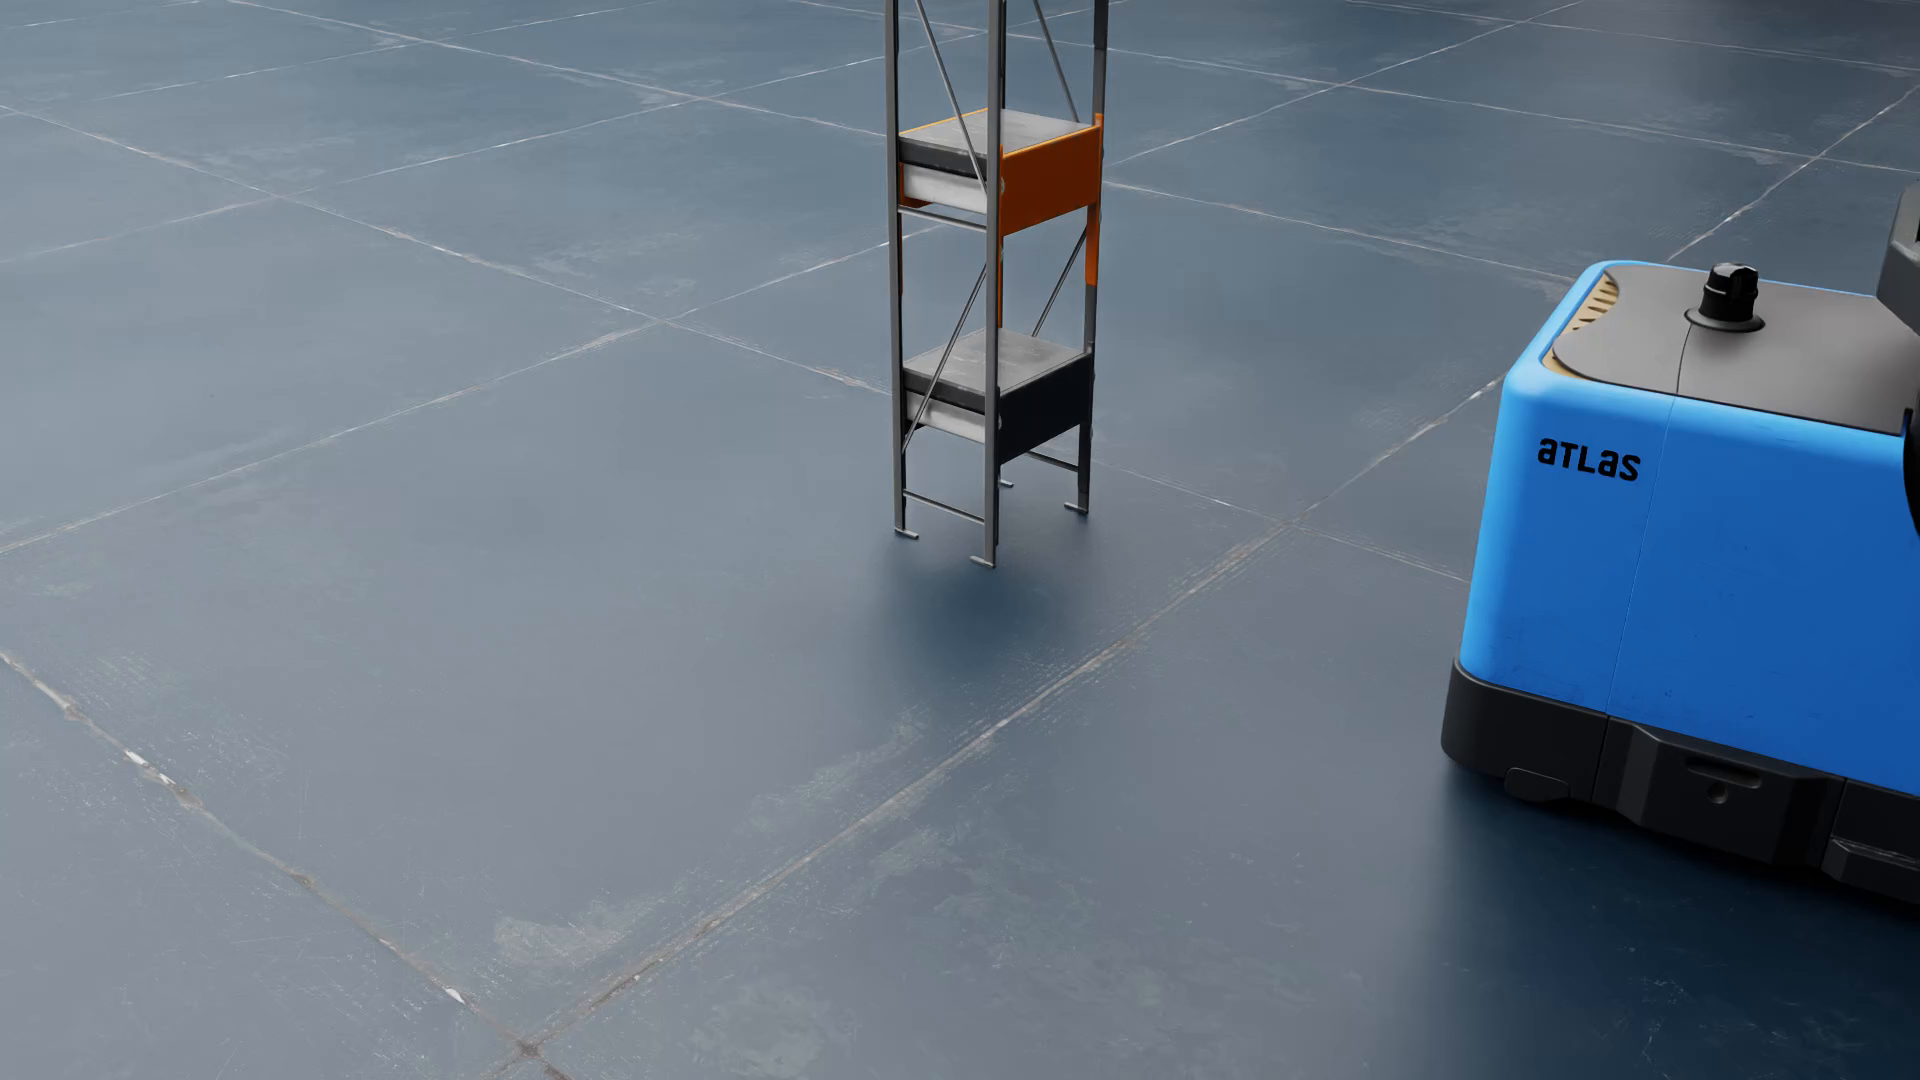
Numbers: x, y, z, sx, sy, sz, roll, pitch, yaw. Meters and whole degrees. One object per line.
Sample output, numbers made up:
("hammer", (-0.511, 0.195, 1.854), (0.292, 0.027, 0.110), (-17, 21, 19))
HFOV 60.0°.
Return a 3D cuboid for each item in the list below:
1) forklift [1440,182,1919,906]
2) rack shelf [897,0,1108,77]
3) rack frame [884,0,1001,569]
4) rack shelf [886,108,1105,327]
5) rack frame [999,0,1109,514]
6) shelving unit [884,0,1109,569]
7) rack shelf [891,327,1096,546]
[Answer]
("forklift", (2.724, -0.570, 3.162), (3.031, 2.935, 1.130), (15, 31, 26))
("rack shelf", (0.105, -1.601, 4.566), (0.431, 0.518, 0.480), (21, 34, 34))
("rack frame", (-0.050, -0.905, 4.714), (0.400, 2.100, 0.015), (21, 34, 34))
("rack shelf", (0.105, -0.979, 4.887), (0.431, 0.518, 0.480), (21, 34, 34))
("rack frame", (0.261, -1.078, 5.048), (0.400, 2.100, 0.015), (21, 34, 34))
("shelving unit", (0.105, -0.991, 4.881), (0.431, 2.100, 0.503), (21, 34, 34))
("rack shelf", (0.105, -0.357, 5.209), (0.431, 0.518, 0.480), (21, 34, 34))
